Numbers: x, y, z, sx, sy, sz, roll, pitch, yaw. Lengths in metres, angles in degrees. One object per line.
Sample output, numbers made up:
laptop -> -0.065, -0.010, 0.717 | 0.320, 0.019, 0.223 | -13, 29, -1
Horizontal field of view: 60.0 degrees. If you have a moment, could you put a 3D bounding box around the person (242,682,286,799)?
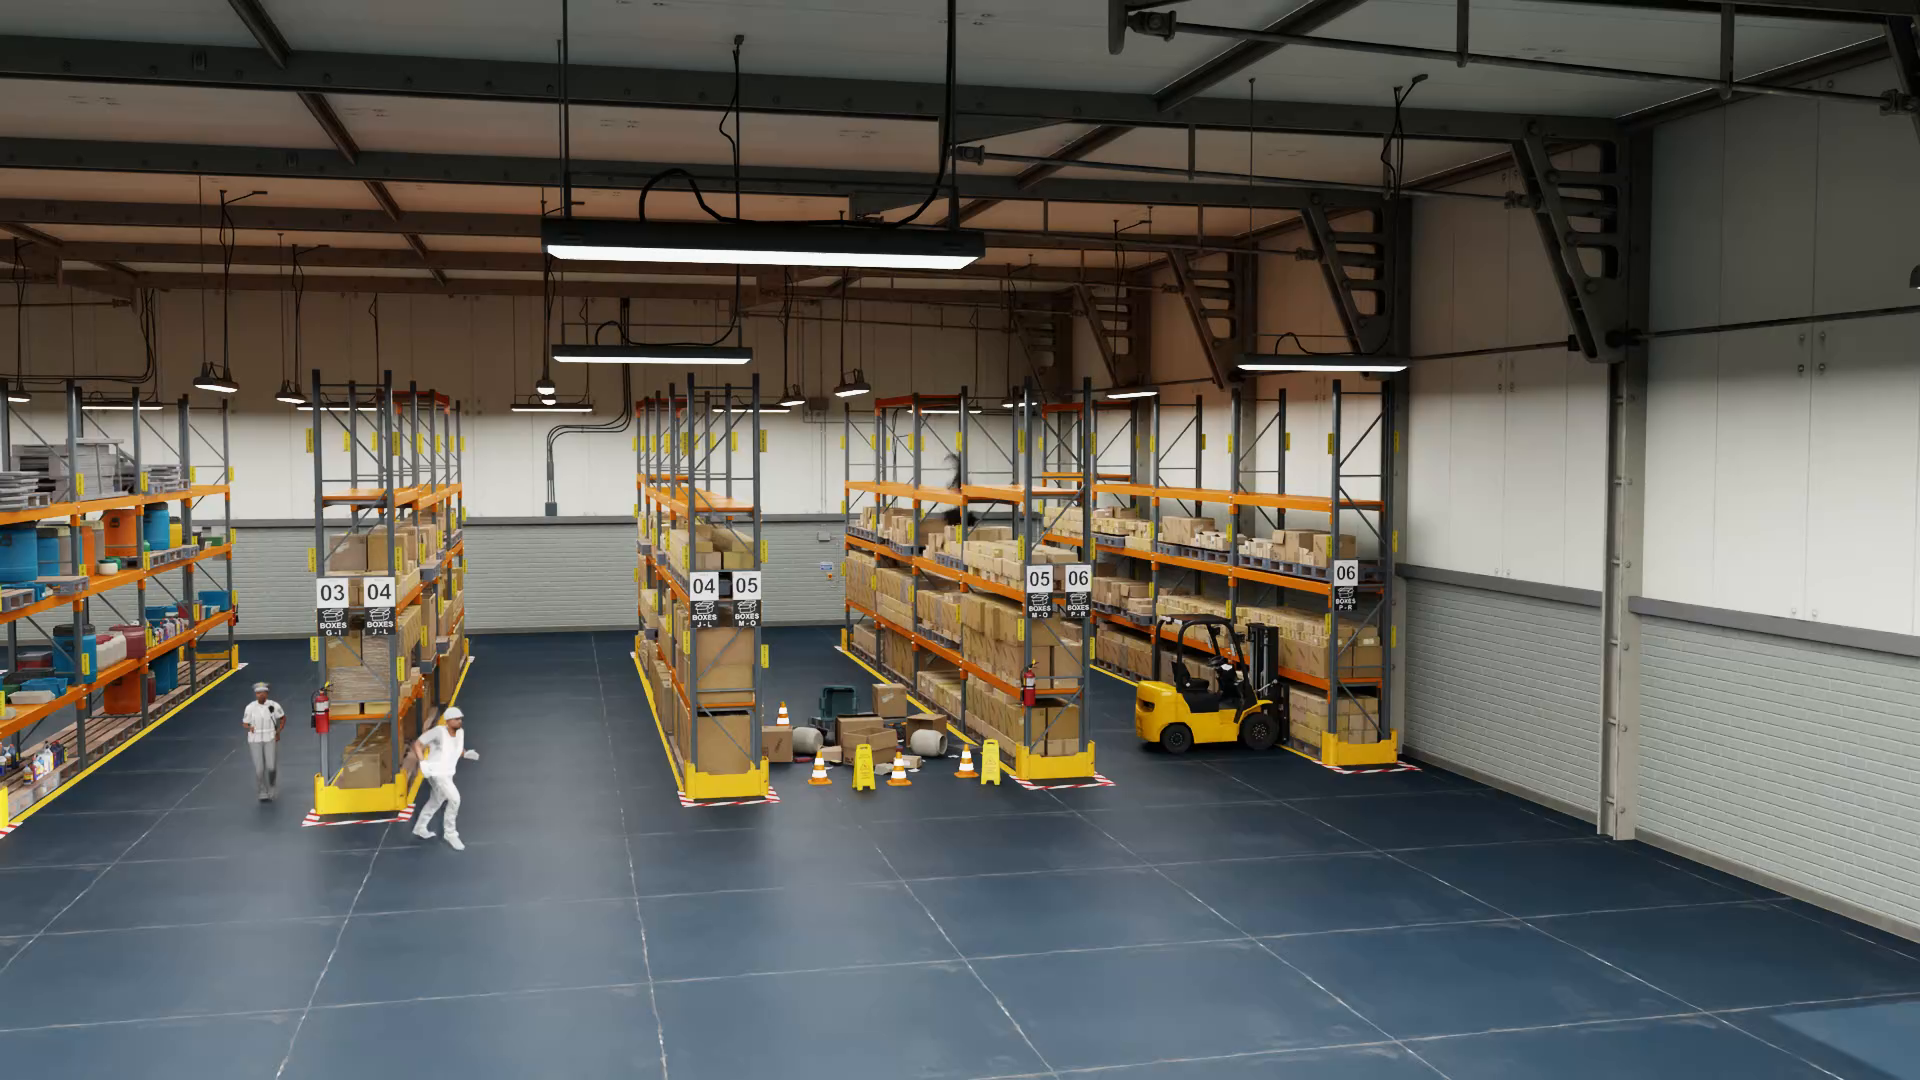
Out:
person -> -9.728, 2.822, 23.240 | 0.562, 1.662, 0.579 | -1, 3, -19

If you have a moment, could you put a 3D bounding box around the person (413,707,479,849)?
person -> -6.486, 2.952, 20.730 | 0.917, 1.775, 0.698 | 1, 3, 19
